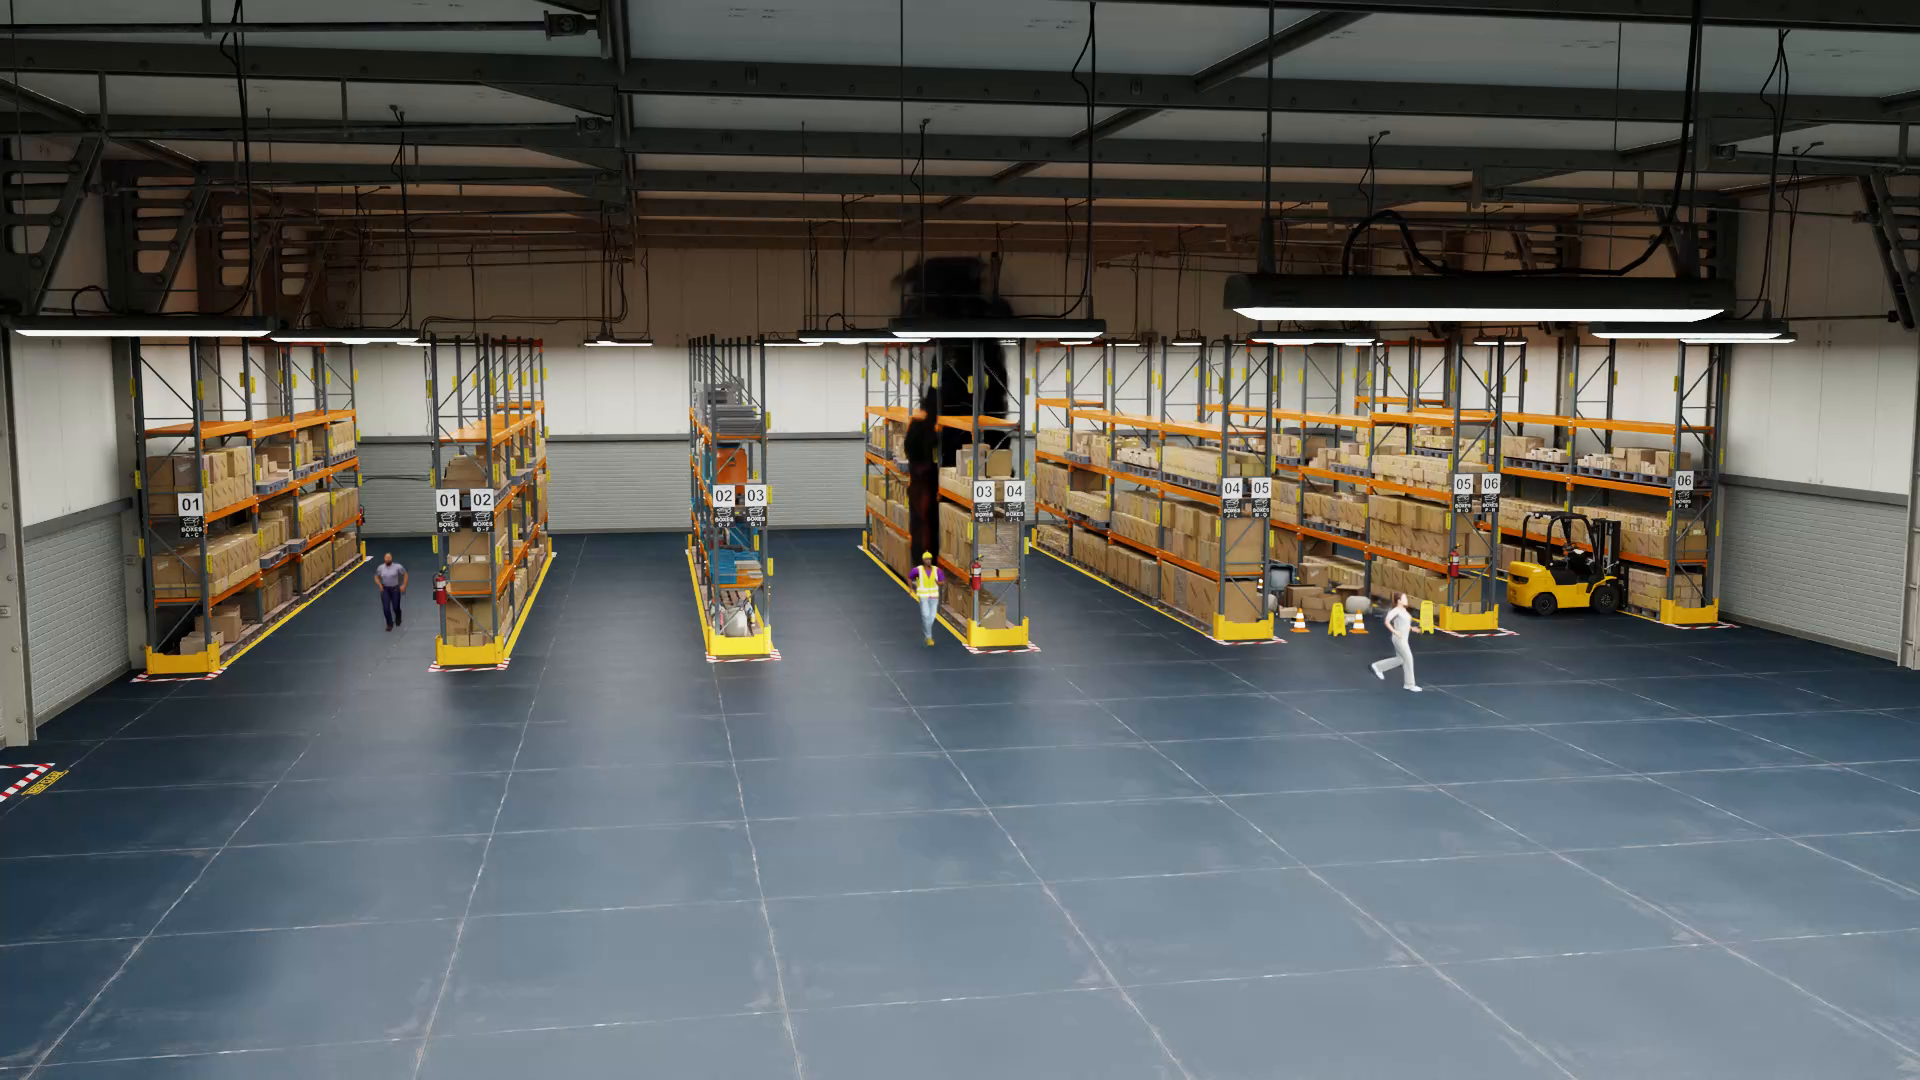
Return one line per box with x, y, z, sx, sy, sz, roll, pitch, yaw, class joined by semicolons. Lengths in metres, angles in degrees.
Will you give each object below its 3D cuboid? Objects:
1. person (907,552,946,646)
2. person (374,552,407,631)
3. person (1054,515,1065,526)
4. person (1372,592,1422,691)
-0.616;1.106;32.105;0.700;1.754;0.960;-2;7;-18;person
-11.614;1.050;33.946;0.640;1.606;0.571;-2;7;-14;person
3.041;-0.862;50.058;0.946;1.712;0.712;4;7;29;person
7.384;1.698;28.077;0.879;1.669;0.554;4;8;30;person
